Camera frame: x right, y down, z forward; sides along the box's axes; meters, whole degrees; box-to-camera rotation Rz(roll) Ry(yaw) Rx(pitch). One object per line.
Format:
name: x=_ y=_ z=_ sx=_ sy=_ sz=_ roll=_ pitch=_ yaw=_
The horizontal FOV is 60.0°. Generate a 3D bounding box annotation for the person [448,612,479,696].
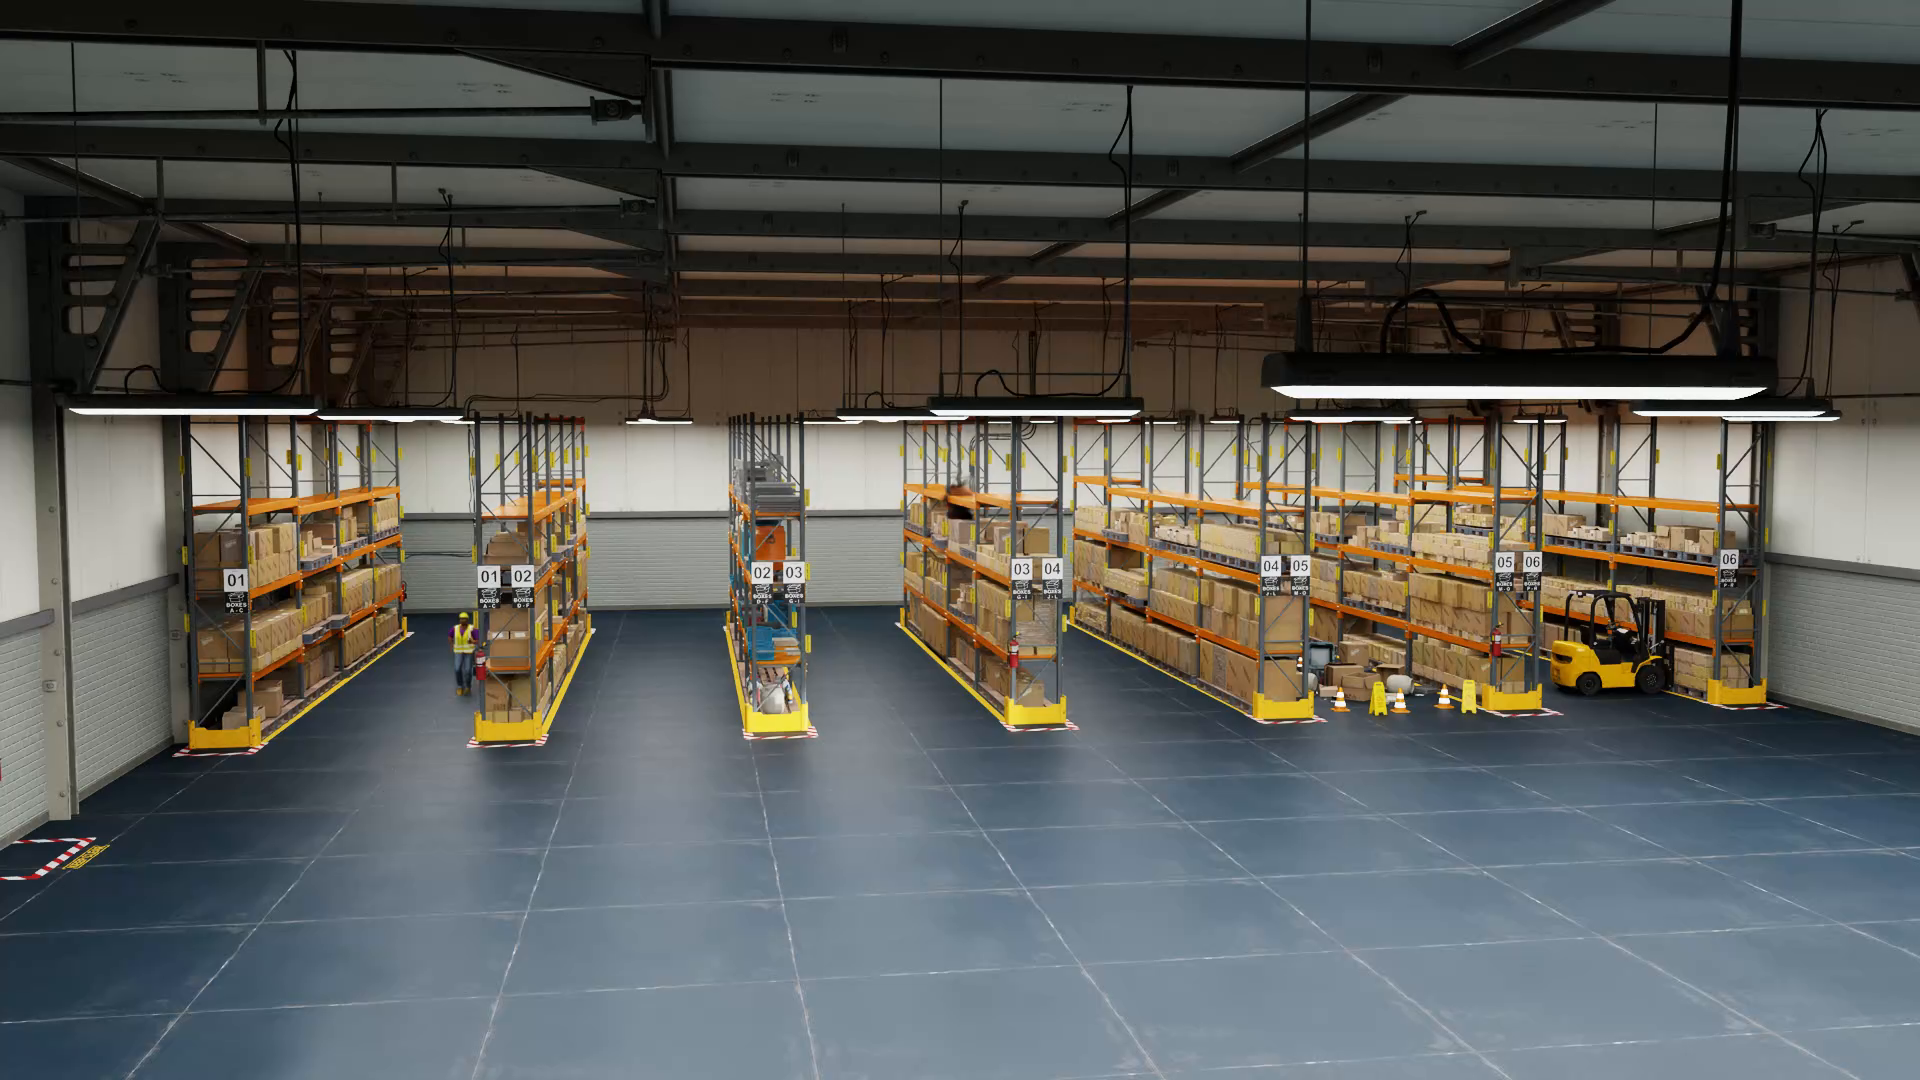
person: x=-10.585 y=2.439 z=35.449 sx=0.677 sy=1.793 sz=0.683 roll=-1 pitch=4 yaw=-10

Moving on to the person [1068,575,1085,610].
person: x=3.585 y=1.472 z=49.877 sx=0.602 sy=1.741 sz=0.666 roll=-3 pitch=5 yaw=-40

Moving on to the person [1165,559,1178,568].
person: x=6.333 y=1.431 z=49.994 sx=0.951 sy=1.824 sz=0.654 roll=-1 pitch=4 yaw=-13
